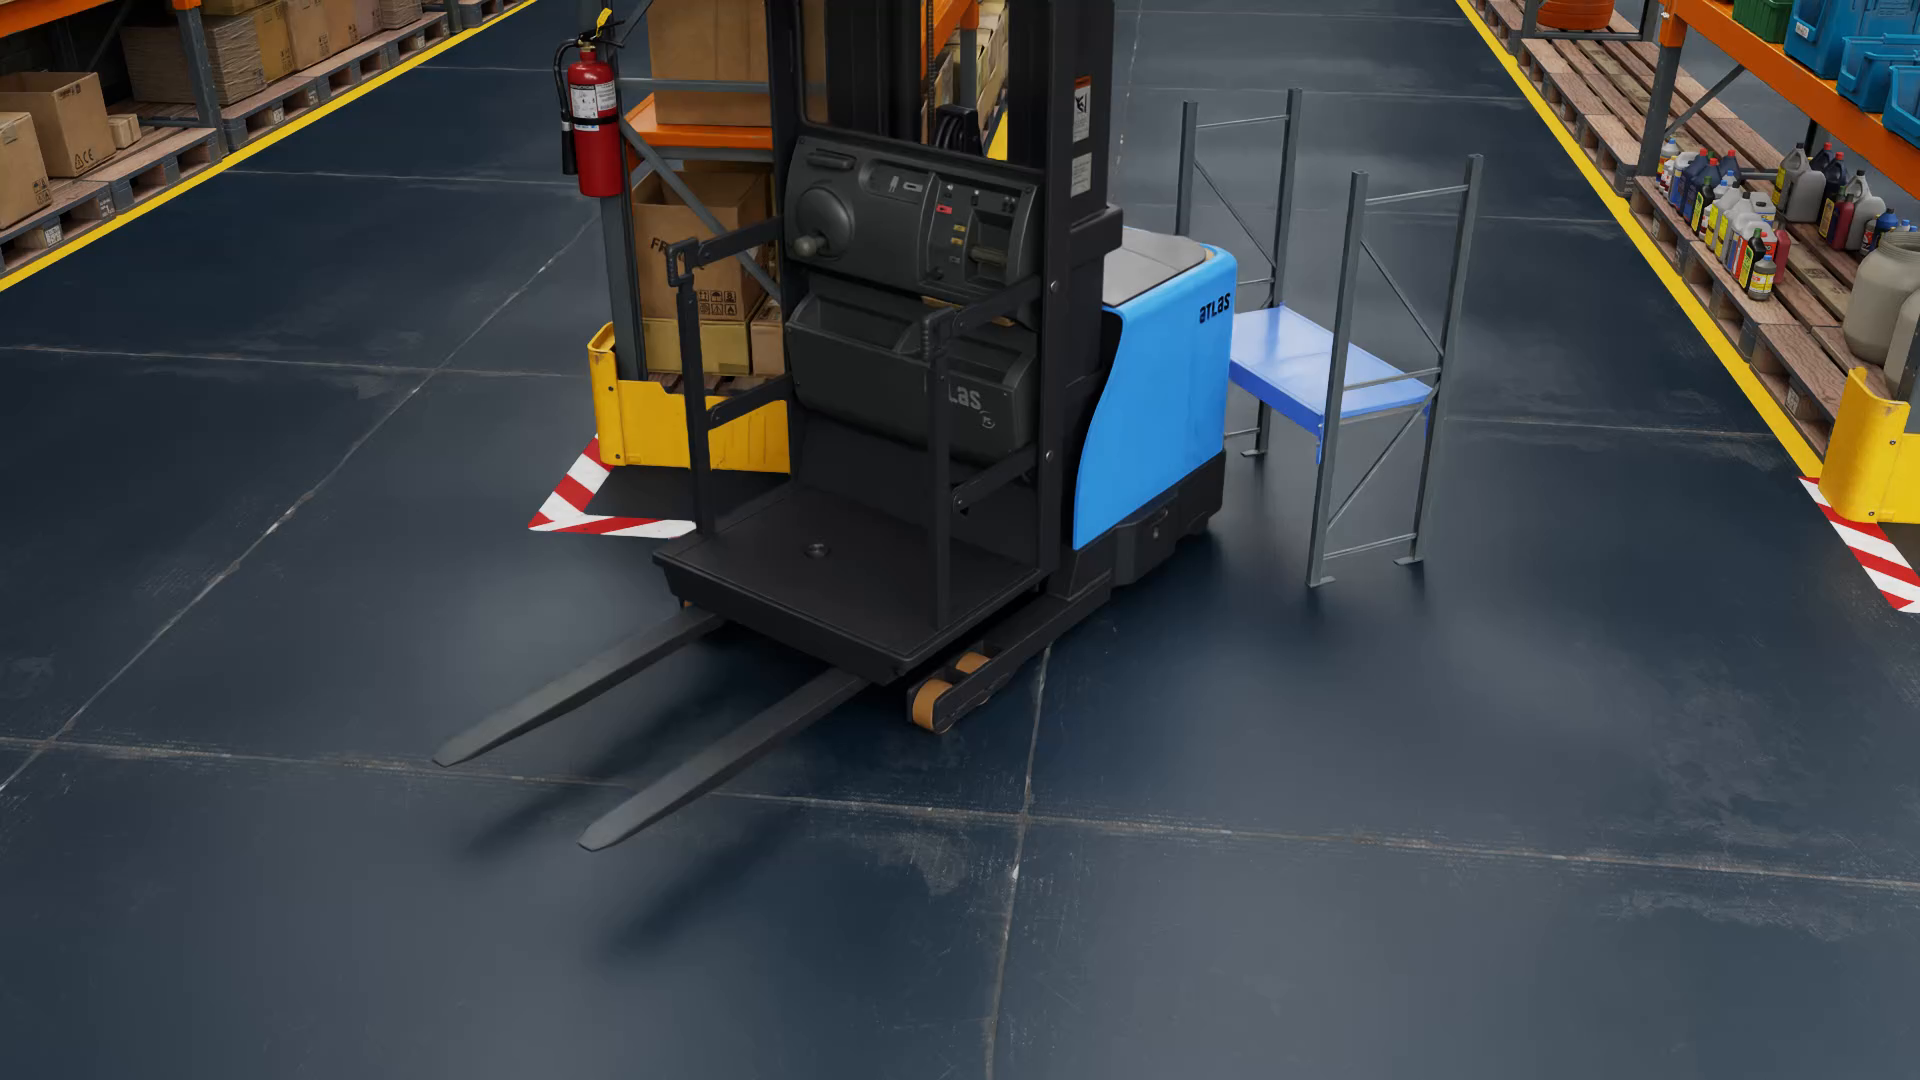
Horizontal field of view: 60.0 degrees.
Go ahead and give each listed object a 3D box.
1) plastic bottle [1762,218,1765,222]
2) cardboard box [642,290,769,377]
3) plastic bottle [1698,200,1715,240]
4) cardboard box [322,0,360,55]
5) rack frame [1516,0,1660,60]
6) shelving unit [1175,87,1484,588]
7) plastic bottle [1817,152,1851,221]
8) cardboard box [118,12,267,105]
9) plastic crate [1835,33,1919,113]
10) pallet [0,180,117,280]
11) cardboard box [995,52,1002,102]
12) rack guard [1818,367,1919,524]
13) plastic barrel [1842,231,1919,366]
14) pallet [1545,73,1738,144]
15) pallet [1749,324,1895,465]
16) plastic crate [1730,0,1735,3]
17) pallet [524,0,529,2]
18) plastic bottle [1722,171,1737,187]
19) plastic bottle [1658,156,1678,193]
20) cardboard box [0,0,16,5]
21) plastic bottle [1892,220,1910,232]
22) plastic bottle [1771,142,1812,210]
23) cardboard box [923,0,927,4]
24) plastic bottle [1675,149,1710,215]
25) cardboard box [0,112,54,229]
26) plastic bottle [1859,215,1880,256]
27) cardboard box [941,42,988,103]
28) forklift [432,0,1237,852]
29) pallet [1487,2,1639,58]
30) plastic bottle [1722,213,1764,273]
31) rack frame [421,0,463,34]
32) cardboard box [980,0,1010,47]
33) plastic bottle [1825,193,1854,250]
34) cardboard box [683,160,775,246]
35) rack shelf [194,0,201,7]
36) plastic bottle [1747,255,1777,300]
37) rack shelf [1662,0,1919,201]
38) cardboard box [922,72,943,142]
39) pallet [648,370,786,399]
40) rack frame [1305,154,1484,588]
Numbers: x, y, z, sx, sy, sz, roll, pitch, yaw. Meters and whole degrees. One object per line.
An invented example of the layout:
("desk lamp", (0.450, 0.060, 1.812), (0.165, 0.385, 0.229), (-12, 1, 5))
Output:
("plastic bottle", (4.032, -1.527, 8.408), (0.097, 0.201, 0.097), (0, 28, 0))
("cardboard box", (-1.118, -0.935, 7.279), (0.500, 0.250, 0.500), (3, 28, 6))
("plastic bottle", (3.924, -1.669, 8.672), (0.097, 0.201, 0.097), (0, 28, 0))
("cardboard box", (-5.075, -4.023, 12.726), (0.700, 0.500, 0.500), (3, 28, 6))
("rack frame", (5.006, -5.167, 12.678), (1.000, 3.000, 0.127), (3, 28, 6))
("shelving unit", (1.259, -0.764, 6.088), (0.538, 1.500, 1.048), (-12, 31, -21))
("plastic bottle", (4.699, -1.901, 8.945), (0.144, 0.351, 0.185), (2, 28, 4))
("cardboard box", (-5.243, -3.300, 11.385), (0.700, 0.500, 0.500), (4, 29, 8))
("plastic crate", (3.875, -1.894, 6.760), (0.499, 0.251, 0.408), (3, 28, 6))
("pallet", (-5.511, -1.738, 9.253), (1.003, 0.211, 1.213), (3, 28, 6))
("cardboard box", (0.020, -3.208, 11.498), (0.500, 0.250, 0.500), (3, 28, 5))
("rack guard", (3.988, -0.339, 6.352), (1.175, 0.500, 0.348), (3, 28, 6))
("plastic barrel", (4.092, -1.041, 7.200), (0.421, 0.512, 0.421), (0, 28, 0))
("pallet", (4.720, -3.004, 11.604), (1.003, 0.211, 1.213), (3, 28, 6))
("pallet", (4.093, -0.594, 7.130), (1.003, 0.211, 1.213), (3, 28, 6))
("plastic crate", (4.325, -3.018, 8.754), (0.767, 0.338, 0.504), (3, 28, 6))
("pallet", (-4.503, -5.454, 16.152), (1.003, 0.211, 1.213), (3, 28, 6))
("plastic bottle", (4.107, -1.845, 8.926), (0.097, 0.271, 0.097), (0, 28, 0))
("plastic bottle", (4.029, -2.073, 9.422), (0.097, 0.201, 0.097), (0, 28, 0))
("cardboard box", (-5.250, -2.853, 8.521), (0.500, 0.250, 0.500), (4, 29, 7))
("plastic bottle", (4.611, -1.437, 8.168), (0.097, 0.271, 0.097), (0, 28, 0))
("plastic bottle", (4.580, -2.000, 9.129), (0.144, 0.351, 0.185), (3, 28, 6))
("cardboard box", (-0.506, -3.160, 8.847), (0.700, 0.500, 0.500), (3, 28, 6))
("plastic bottle", (4.005, -1.956, 9.046), (0.144, 0.351, 0.185), (4, 29, 8))
("cardboard box", (-5.424, -2.001, 8.974), (0.700, 0.500, 0.500), (2, 28, 3))
("plastic bottle", (4.648, -1.550, 8.451), (0.097, 0.201, 0.097), (0, 28, 0))
("cardboard box", (-0.102, -2.975, 10.474), (0.500, 0.311, 0.500), (3, 29, 6))
("forklift", (-0.294, -0.957, 4.936), (1.130, 2.935, 3.031), (20, 34, 32))
("pallet", (5.061, -4.313, 14.033), (1.003, 0.211, 1.213), (3, 28, 6))
("plastic bottle", (3.890, -1.468, 8.220), (0.152, 0.276, 0.135), (3, 28, 5))
("rack frame", (-4.827, -5.743, 13.747), (1.000, 3.000, 0.127), (3, 28, 6))
("cardboard box", (0.085, -3.699, 11.818), (0.500, 0.311, 0.500), (4, 29, 8))
("plastic bottle", (4.530, -1.649, 8.549), (0.061, 0.283, 0.133), (3, 28, 6))
("cardboard box", (-1.012, -1.737, 7.976), (0.500, 0.500, 0.500), (3, 28, 6))
("rack shelf", (-5.072, -4.484, 12.170), (1.077, 0.370, 4.000), (3, 28, 6))
("plastic bottle", (3.815, -1.253, 7.899), (0.097, 0.201, 0.097), (0, 28, 0))
("rack shelf", (4.270, -2.026, 7.606), (1.077, 0.370, 4.000), (3, 28, 6))
("cardboard box", (-0.370, -2.177, 8.794), (0.500, 0.500, 0.500), (3, 28, 6))
("pallet", (-0.838, -0.826, 7.560), (1.003, 0.211, 1.213), (3, 28, 6))
("rack frame", (1.470, -0.545, 5.681), (0.500, 1.500, 0.032), (-12, 31, -21))
